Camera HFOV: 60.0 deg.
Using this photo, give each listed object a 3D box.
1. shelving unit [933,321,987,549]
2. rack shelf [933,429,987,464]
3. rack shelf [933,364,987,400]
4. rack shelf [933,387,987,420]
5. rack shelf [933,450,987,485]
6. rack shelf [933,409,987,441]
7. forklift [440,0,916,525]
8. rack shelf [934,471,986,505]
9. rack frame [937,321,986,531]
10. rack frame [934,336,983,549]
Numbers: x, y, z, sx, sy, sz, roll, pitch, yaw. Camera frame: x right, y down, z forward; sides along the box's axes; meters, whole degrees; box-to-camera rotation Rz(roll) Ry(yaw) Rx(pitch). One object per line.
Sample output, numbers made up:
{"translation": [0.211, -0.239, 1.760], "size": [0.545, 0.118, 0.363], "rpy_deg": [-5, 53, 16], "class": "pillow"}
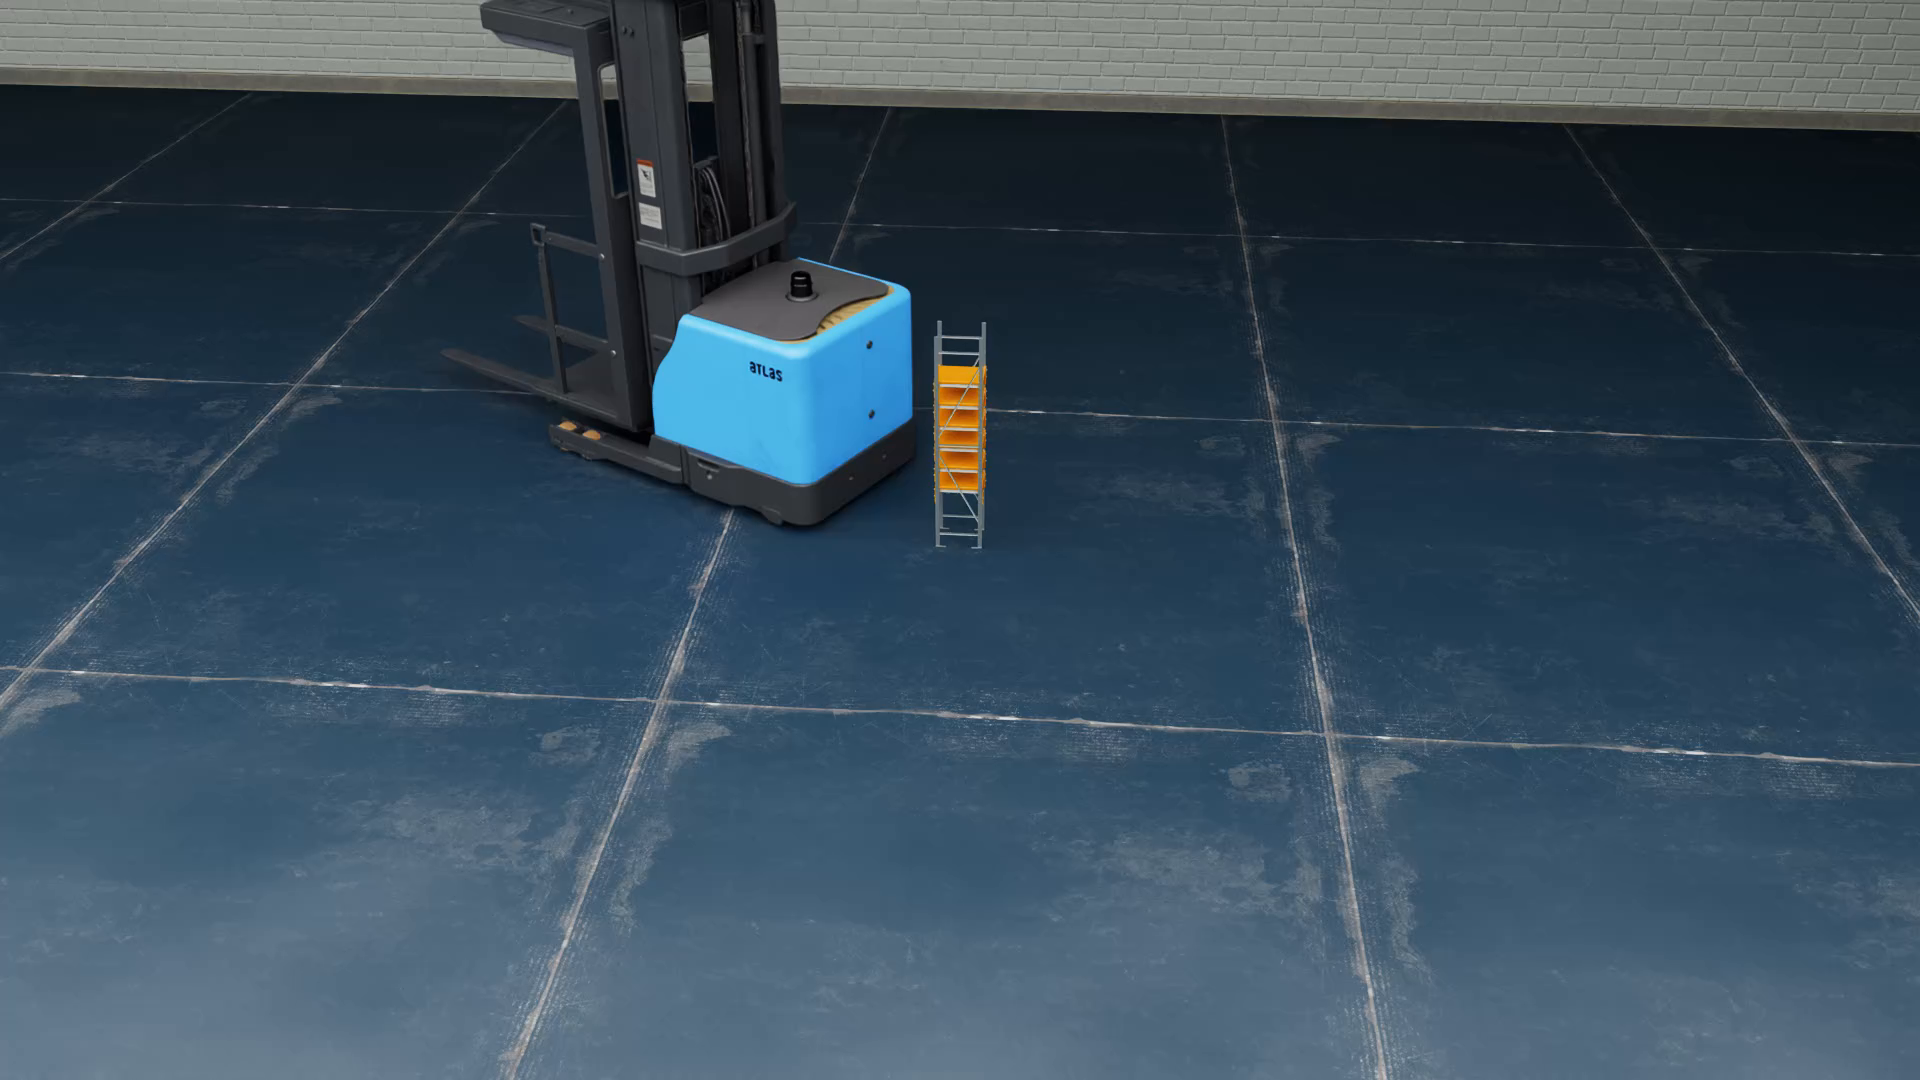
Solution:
{"translation": [0.001, -0.518, 8.447], "size": [0.258, 1.200, 0.189], "rpy_deg": [2, 32, 4], "class": "shelving unit"}
{"translation": [0.001, -0.481, 8.471], "size": [0.258, 0.103, 0.180], "rpy_deg": [2, 32, 4], "class": "rack shelf"}
{"translation": [0.001, -0.787, 8.282], "size": [0.258, 0.103, 0.180], "rpy_deg": [2, 32, 4], "class": "rack shelf"}
{"translation": [0.001, -0.685, 8.345], "size": [0.258, 0.103, 0.180], "rpy_deg": [2, 32, 4], "class": "rack shelf"}
{"translation": [0.001, -0.378, 8.534], "size": [0.258, 0.103, 0.180], "rpy_deg": [2, 32, 4], "class": "rack shelf"}
{"translation": [0.001, -0.583, 8.408], "size": [0.258, 0.103, 0.180], "rpy_deg": [2, 32, 4], "class": "rack shelf"}
{"translation": [-1.754, -1.913, 9.060], "size": [3.031, 2.935, 1.130], "rpy_deg": [19, 37, 28], "class": "forklift"}
{"translation": [0.001, -0.276, 8.597], "size": [0.258, 0.103, 0.180], "rpy_deg": [2, 32, 4], "class": "rack shelf"}
{"translation": [0.009, -0.566, 8.525], "size": [0.240, 1.200, 0.006], "rpy_deg": [2, 32, 4], "class": "rack frame"}
{"translation": [-0.006, -0.471, 8.370], "size": [0.240, 1.200, 0.006], "rpy_deg": [2, 32, 4], "class": "rack frame"}
